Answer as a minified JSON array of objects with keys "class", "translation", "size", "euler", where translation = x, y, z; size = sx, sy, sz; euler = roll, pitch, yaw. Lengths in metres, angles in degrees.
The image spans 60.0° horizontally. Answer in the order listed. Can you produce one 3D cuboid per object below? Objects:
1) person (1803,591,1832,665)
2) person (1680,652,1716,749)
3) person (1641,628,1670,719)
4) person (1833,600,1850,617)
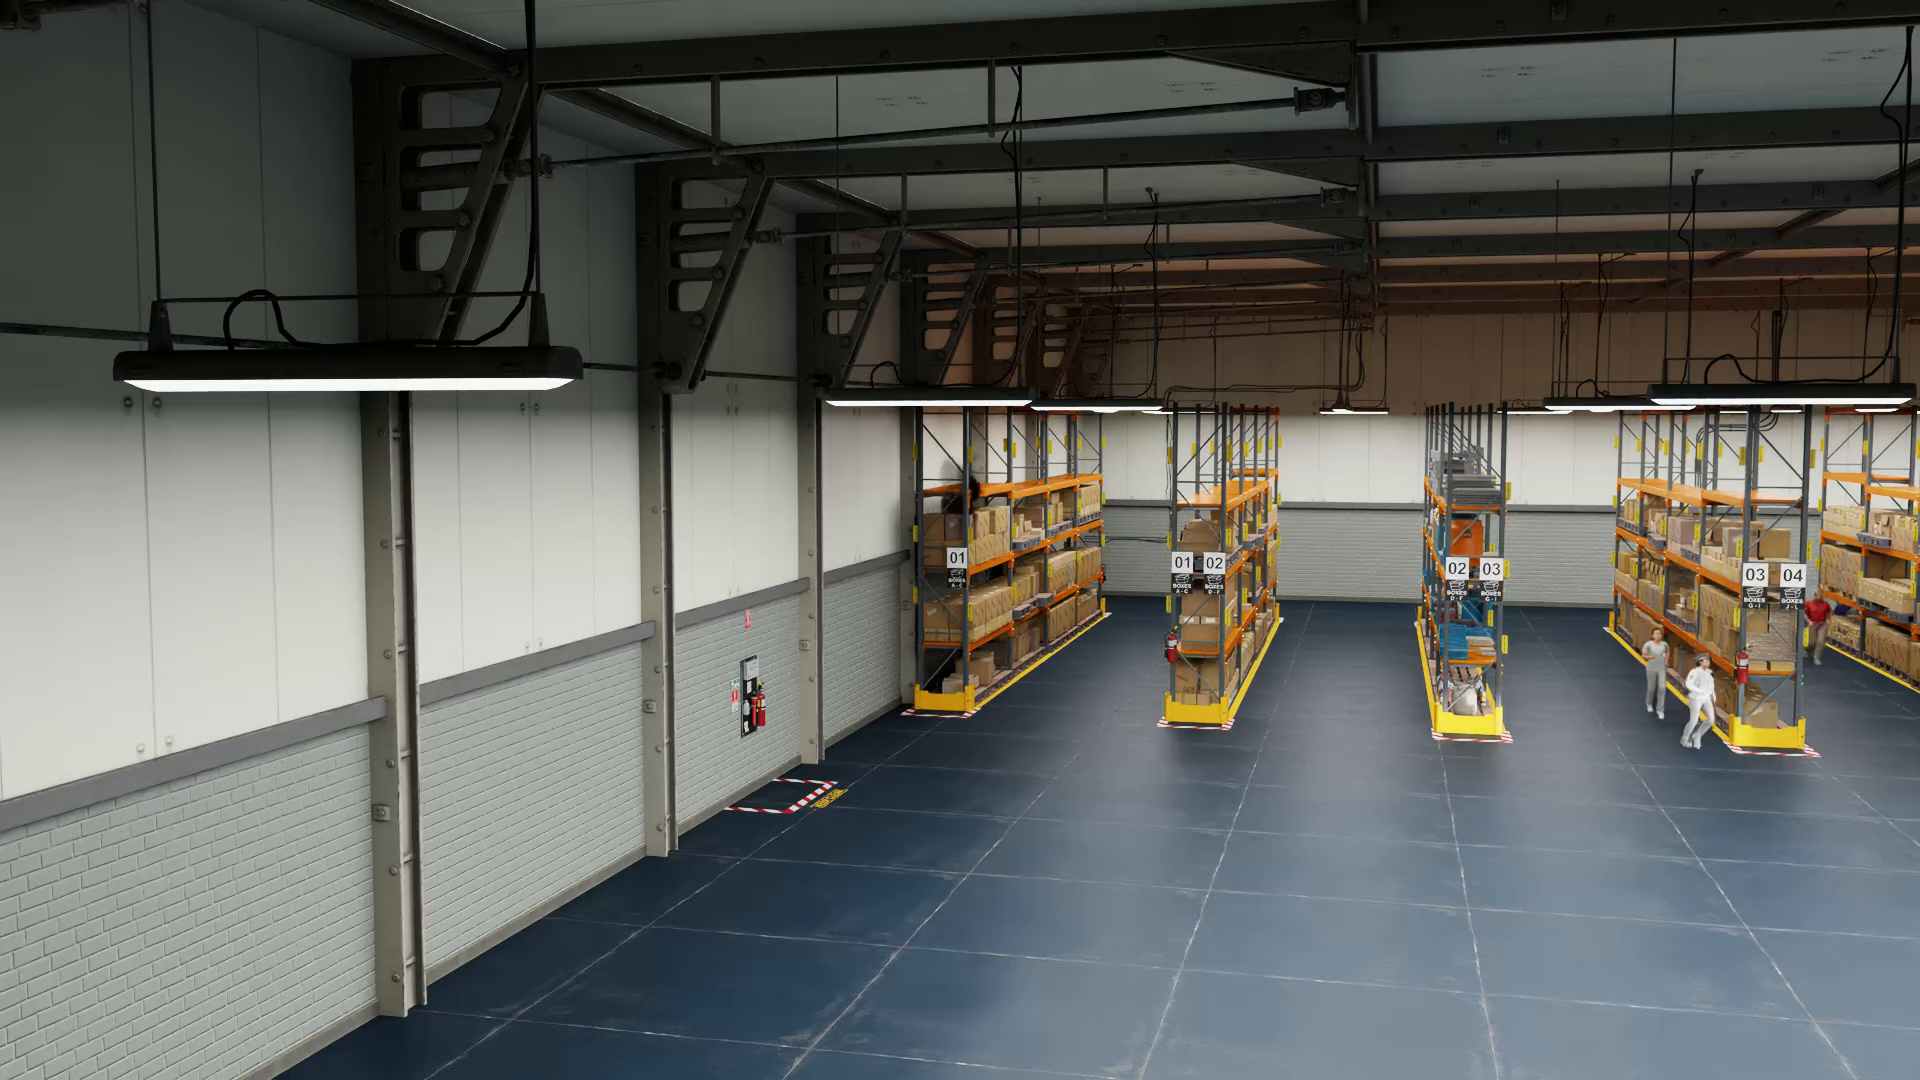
[{"class":"person","translation":[19.959,2.028,38.749],"size":[0.666,1.716,0.749],"euler":[1,4,15]},{"class":"person","translation":[12.814,2.765,28.706],"size":[0.664,1.662,0.600],"euler":[-1,4,-15]},{"class":"person","translation":[13.301,2.514,31.779],"size":[0.559,1.685,0.884],"euler":[1,4,11]},{"class":"person","translation":[23.597,1.667,44.215],"size":[0.598,1.597,0.644],"euler":[1,4,16]}]
